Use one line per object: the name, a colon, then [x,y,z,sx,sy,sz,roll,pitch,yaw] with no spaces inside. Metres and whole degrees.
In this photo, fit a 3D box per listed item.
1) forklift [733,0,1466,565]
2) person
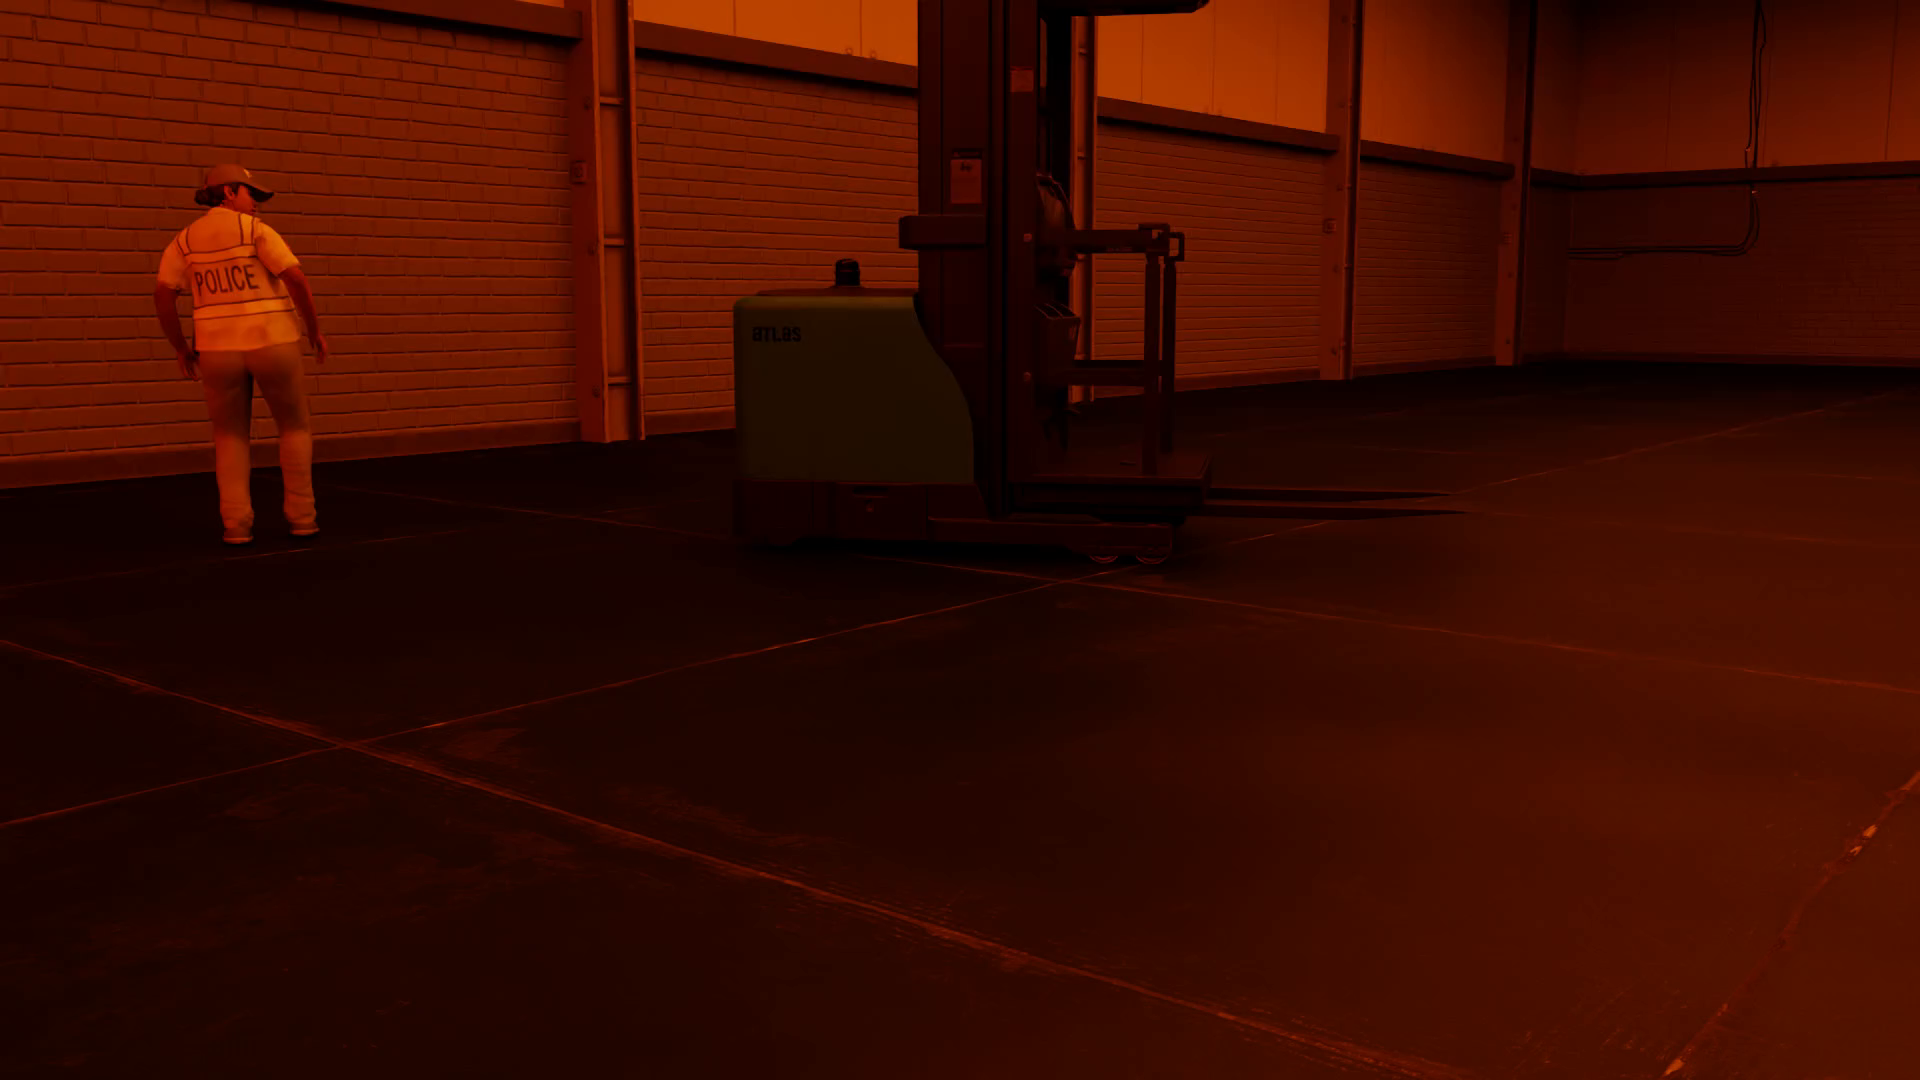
forklift: [0.599,-1.433,7.077,3.031,2.935,1.130,2,8,11]
person: [-3.139,-0.814,7.310,0.686,1.646,0.512,-1,8,-10]
